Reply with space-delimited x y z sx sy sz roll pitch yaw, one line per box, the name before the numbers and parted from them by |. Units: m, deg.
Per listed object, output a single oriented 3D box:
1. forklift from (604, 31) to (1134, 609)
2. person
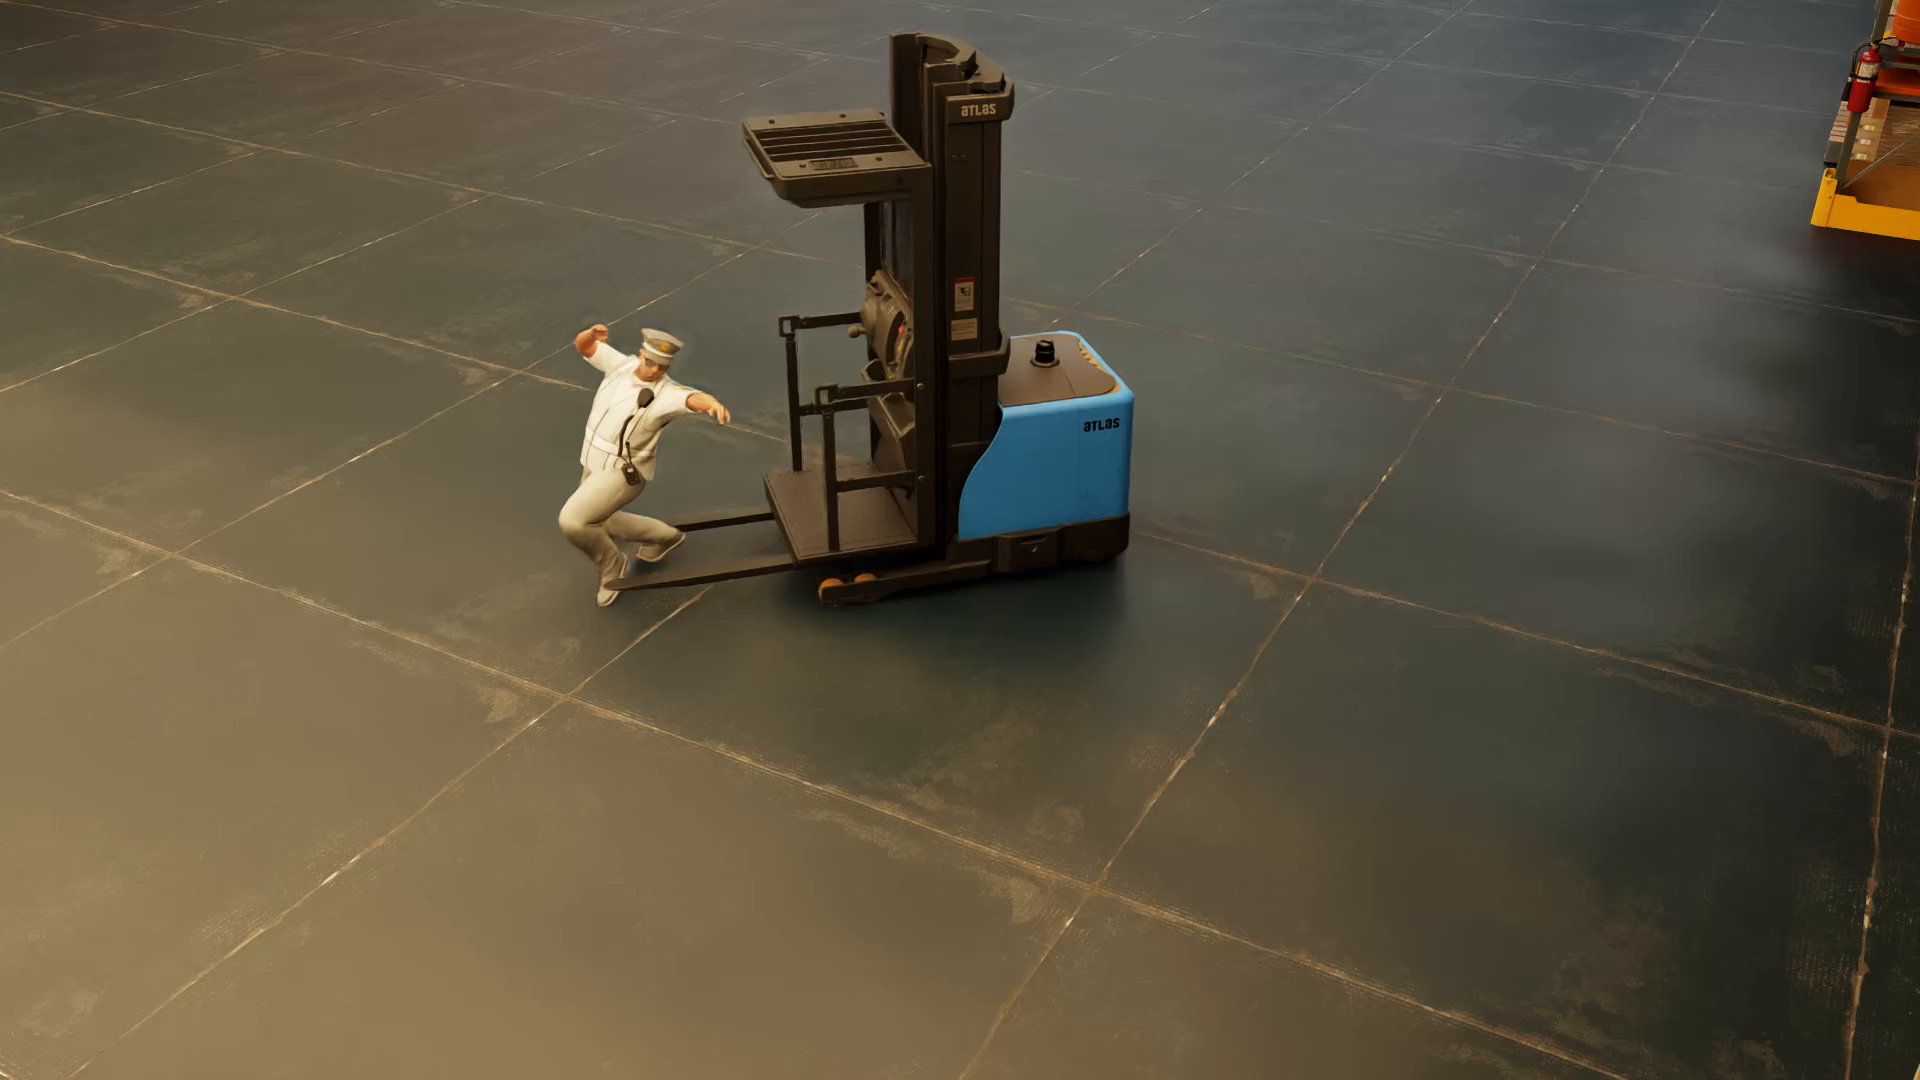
forklift | -0.584 -1.180 9.115 3.031 2.935 1.130 -8 31 -14
person | -1.764 -0.377 9.059 0.860 1.615 1.119 -20 35 -30
